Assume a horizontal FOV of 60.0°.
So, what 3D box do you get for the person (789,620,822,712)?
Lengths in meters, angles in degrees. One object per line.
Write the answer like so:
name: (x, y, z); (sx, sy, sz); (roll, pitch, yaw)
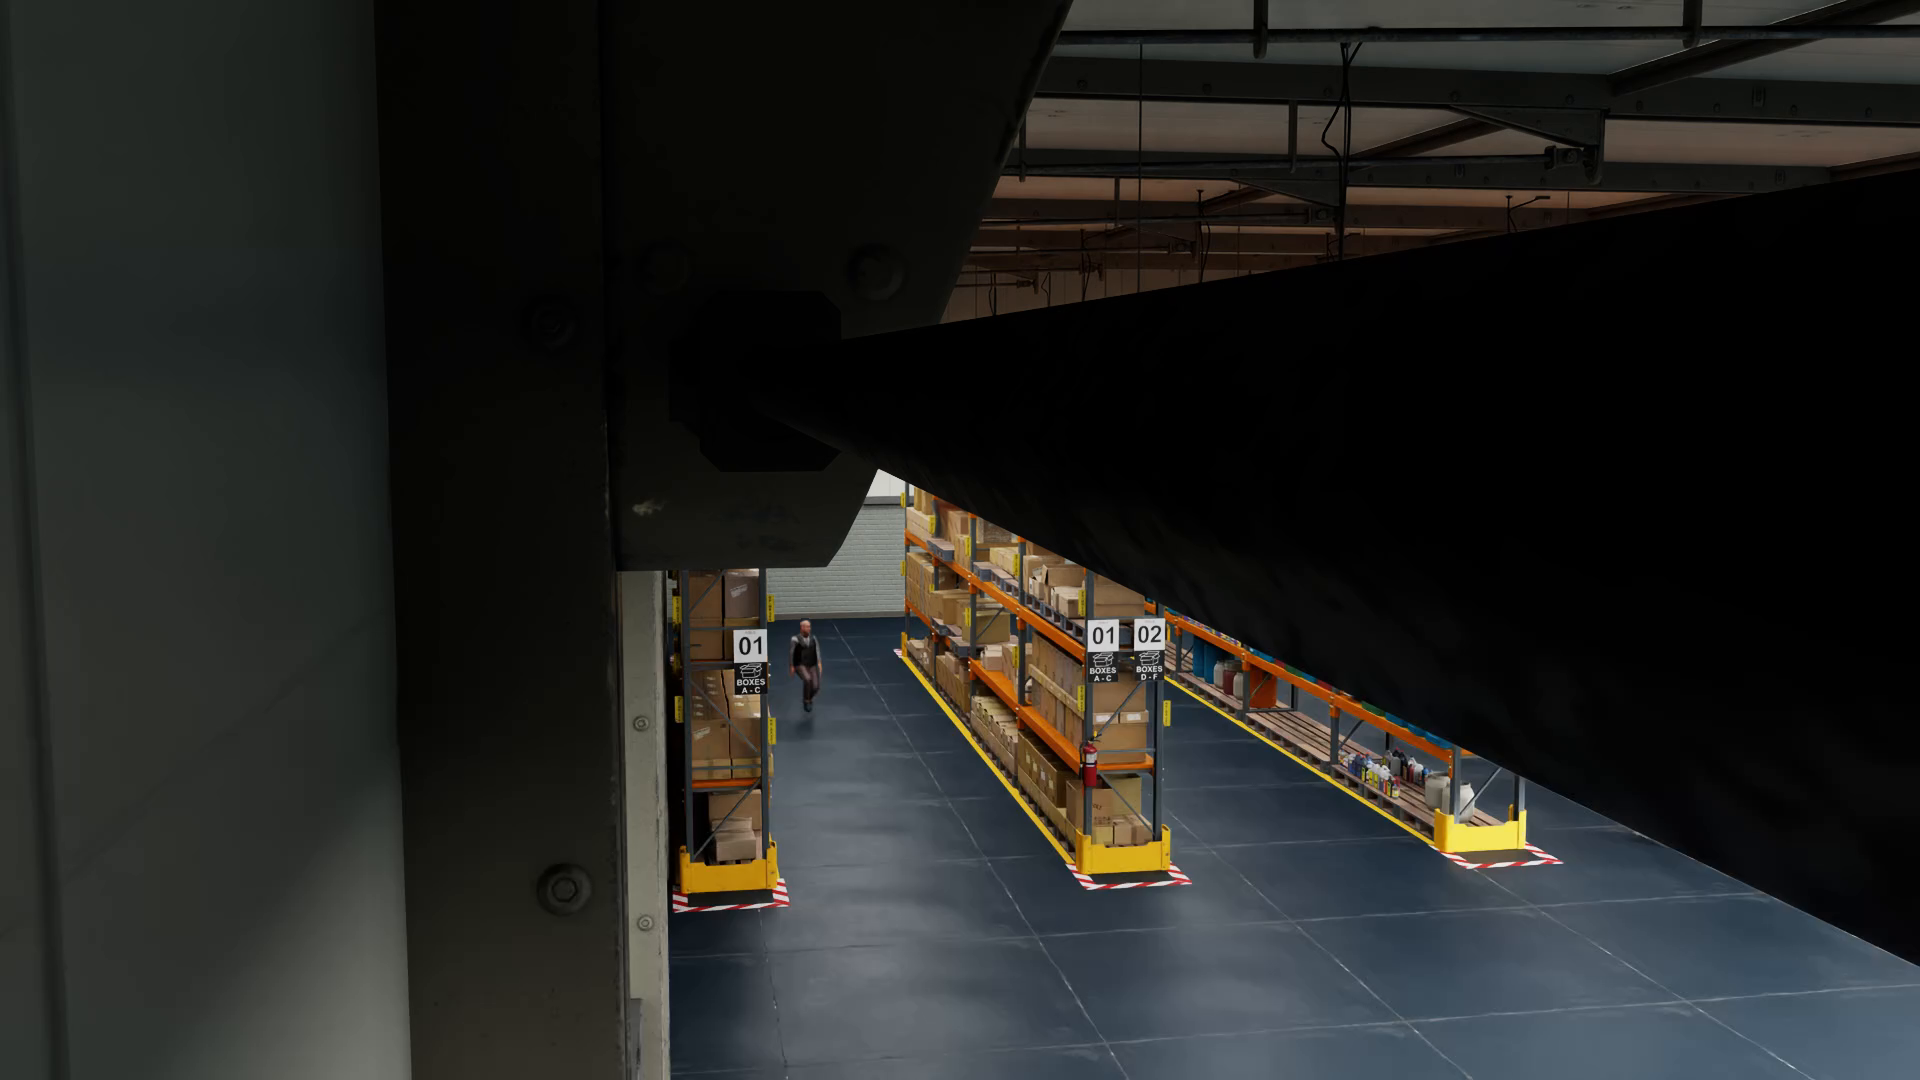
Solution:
person: (-2.701, 2.237, 29.783); (0.561, 1.555, 0.679); (-4, 7, -32)
